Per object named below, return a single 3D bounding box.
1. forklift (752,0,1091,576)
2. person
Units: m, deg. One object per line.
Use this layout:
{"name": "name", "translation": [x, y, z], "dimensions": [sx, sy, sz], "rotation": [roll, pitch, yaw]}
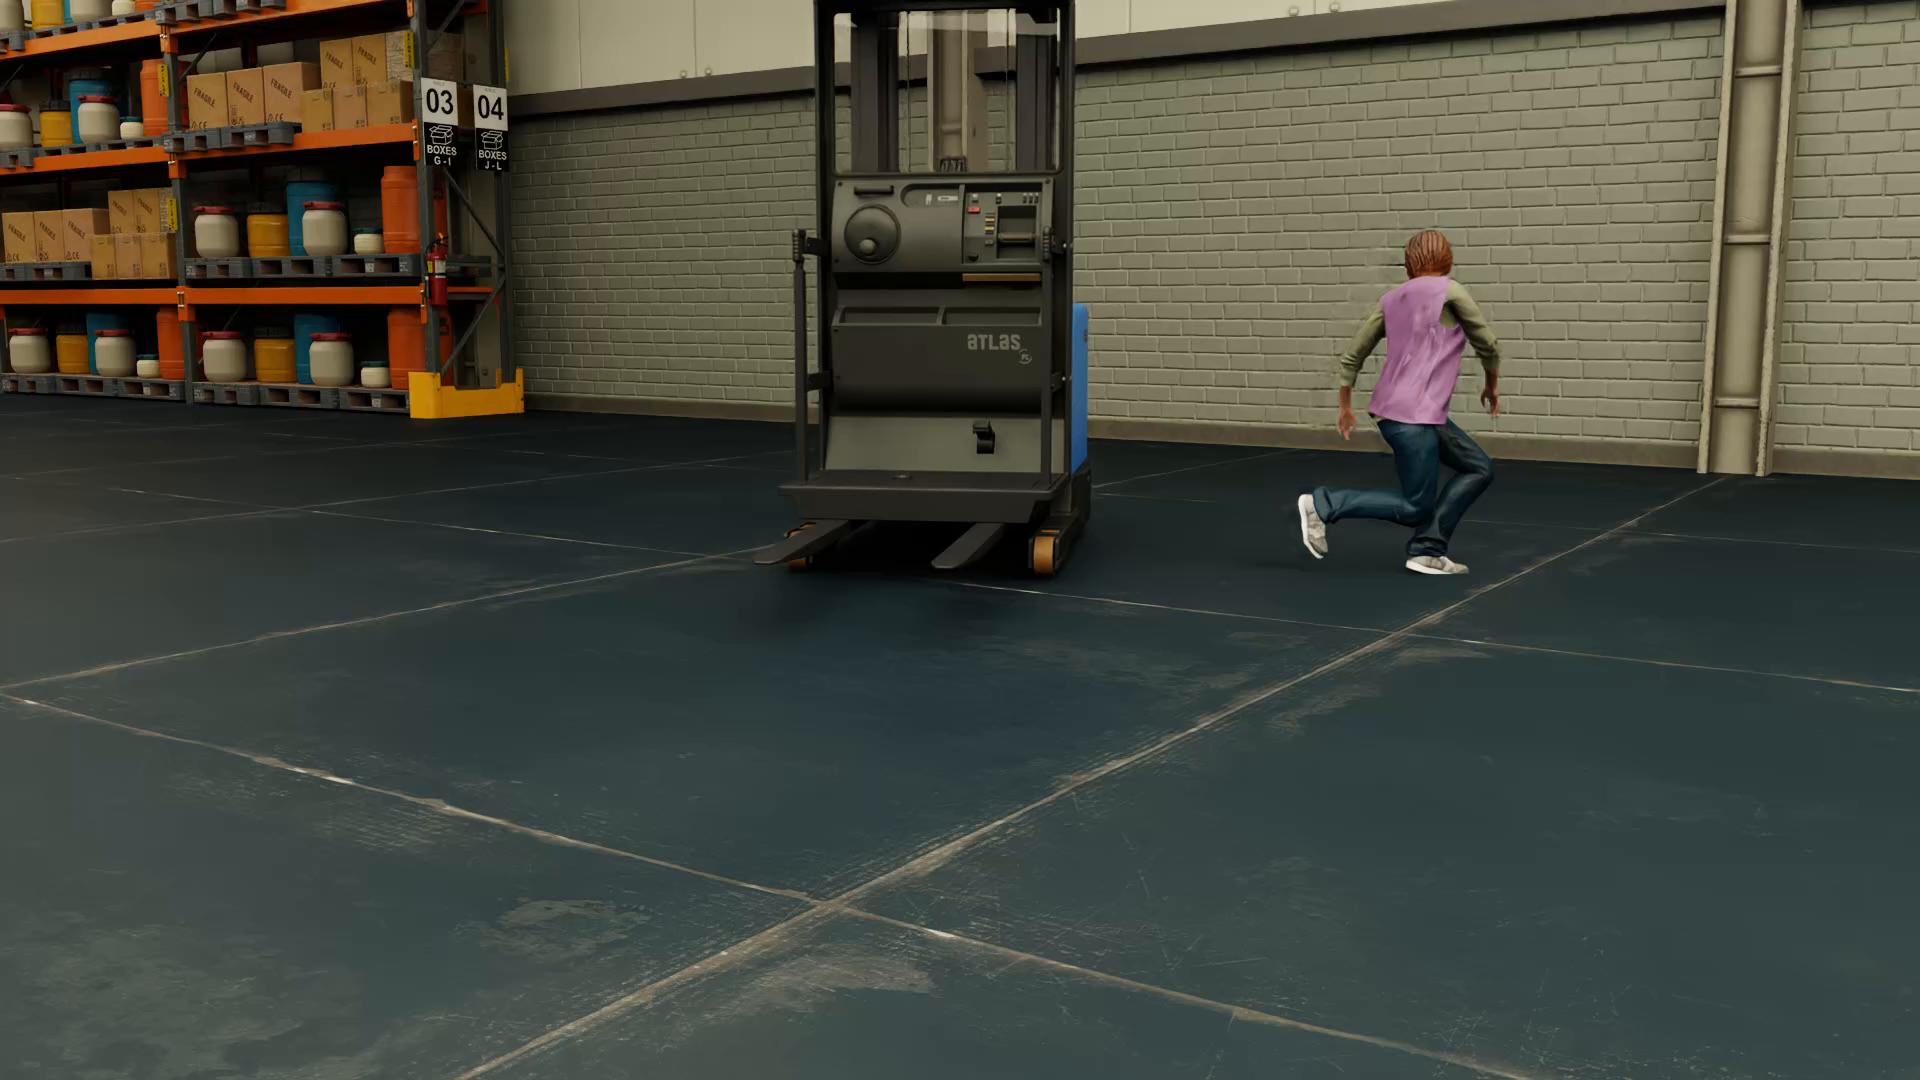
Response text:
{"name": "forklift", "translation": [-0.107, -1.359, 6.751], "dimensions": [1.130, 2.935, 3.031], "rotation": [1, 8, 9]}
{"name": "person", "translation": [1.768, -0.530, 6.636], "dimensions": [0.811, 1.371, 0.539], "rotation": [0, 8, -1]}
